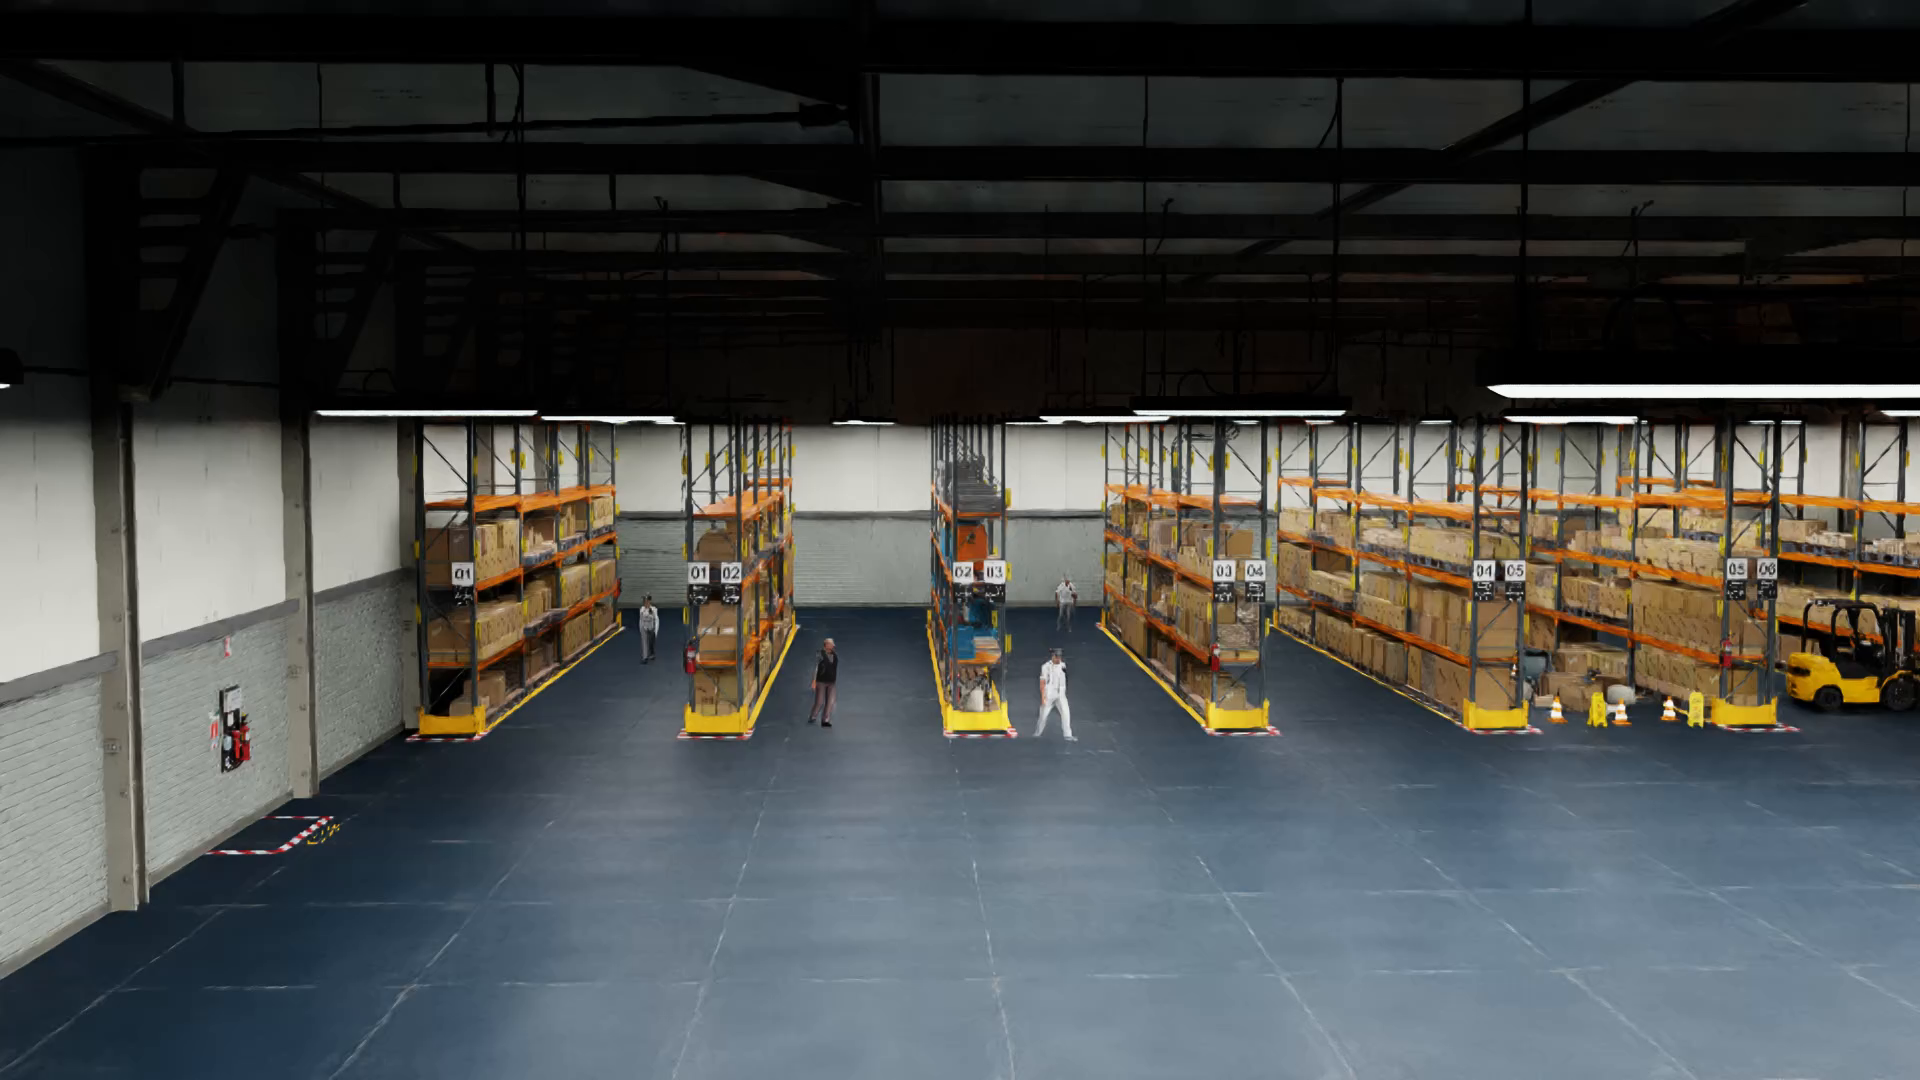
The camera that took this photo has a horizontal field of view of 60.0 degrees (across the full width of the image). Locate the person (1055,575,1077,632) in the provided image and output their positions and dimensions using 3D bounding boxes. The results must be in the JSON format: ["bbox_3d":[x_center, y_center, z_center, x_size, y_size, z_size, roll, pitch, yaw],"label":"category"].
[{"bbox_3d":[2.959,1.758,46.433,0.592,1.629,0.532,0,4,-4],"label":"person"}]

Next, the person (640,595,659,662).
[{"bbox_3d":[-7.588,2.141,40.594,0.502,1.625,0.997,0,4,-3],"label":"person"}]

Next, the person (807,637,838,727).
[{"bbox_3d":[-2.621,2.706,31.827,0.580,1.710,0.542,-3,5,-38],"label":"person"}]

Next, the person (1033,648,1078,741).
[{"bbox_3d":[1.726,2.803,30.388,0.586,1.711,0.972,-2,4,-25],"label":"person"}]
